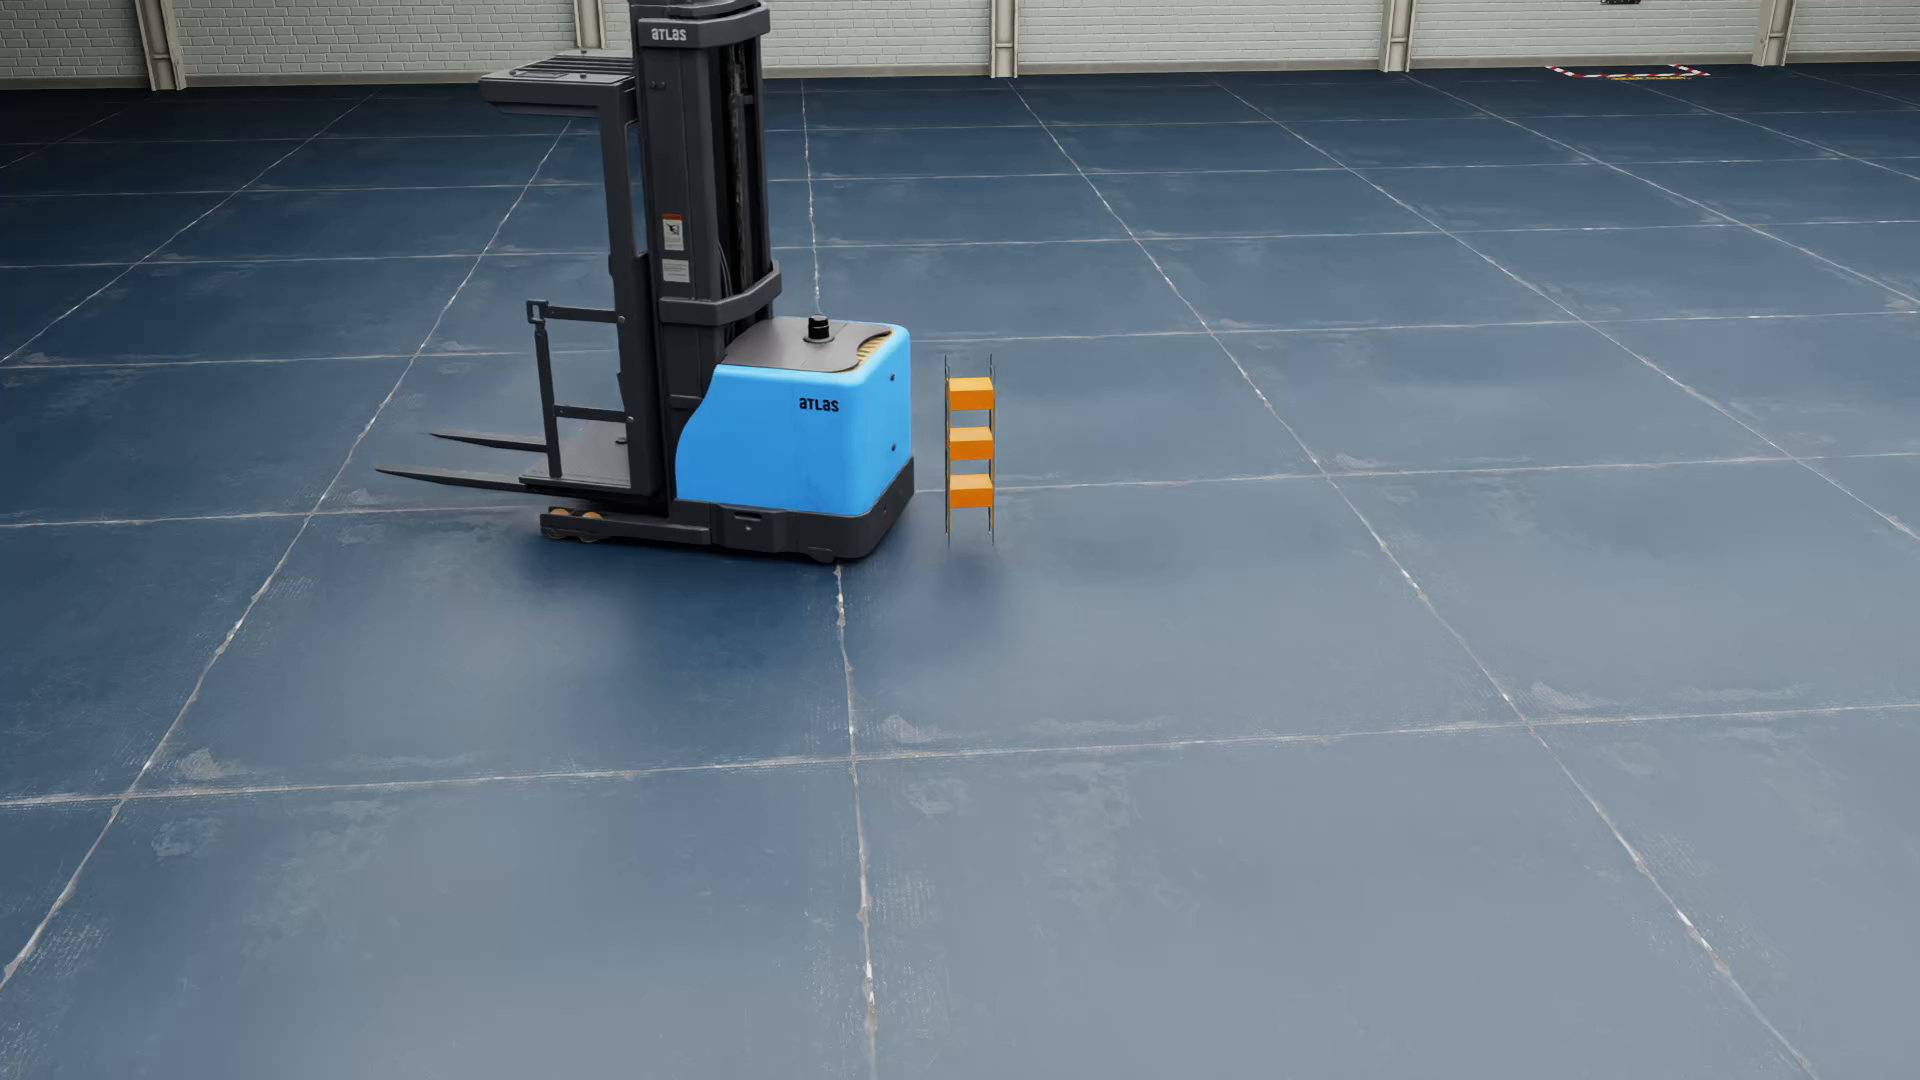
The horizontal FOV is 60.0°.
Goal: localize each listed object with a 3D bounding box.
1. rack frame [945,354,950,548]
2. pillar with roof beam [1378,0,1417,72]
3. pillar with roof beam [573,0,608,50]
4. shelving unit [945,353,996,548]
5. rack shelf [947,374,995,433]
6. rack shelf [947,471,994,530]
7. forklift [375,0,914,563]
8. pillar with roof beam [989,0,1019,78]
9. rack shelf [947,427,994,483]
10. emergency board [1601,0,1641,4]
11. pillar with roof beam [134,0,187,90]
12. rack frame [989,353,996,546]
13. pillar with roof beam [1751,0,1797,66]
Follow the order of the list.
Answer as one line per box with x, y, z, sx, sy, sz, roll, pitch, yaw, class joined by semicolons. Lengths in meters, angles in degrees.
-0.068;-0.477;9.031;0.008;1.050;0.200;-2;24;-5;rack frame
7.038;-9.544;19.642;0.400;9.000;9.100;-2;24;-5;pillar with roof beam
-4.904;-9.065;18.565;0.400;9.000;9.100;-2;24;-5;pillar with roof beam
0.053;-0.482;9.042;0.252;1.050;0.215;-2;24;-5;shelving unit
0.053;-0.732;8.931;0.240;0.259;0.215;-2;24;-5;rack shelf
0.053;-0.218;9.159;0.240;0.259;0.215;-2;24;-5;rack shelf
-1.842;-1.525;9.072;3.031;2.935;1.130;6;25;13;forklift
1.067;-9.304;19.103;0.400;9.000;9.100;-2;24;-5;pillar with roof beam
0.053;-0.472;9.046;0.240;0.259;0.215;-2;24;-5;rack shelf
10.112;-8.706;25.143;0.626;1.169;0.157;-2;24;-5;emergency board
-10.875;-8.825;18.026;0.400;9.000;9.100;-2;24;-5;pillar with roof beam
0.175;-0.487;9.053;0.008;1.050;0.200;-2;24;-5;rack frame
13.009;-9.783;20.181;0.400;9.000;9.100;-2;24;-5;pillar with roof beam
